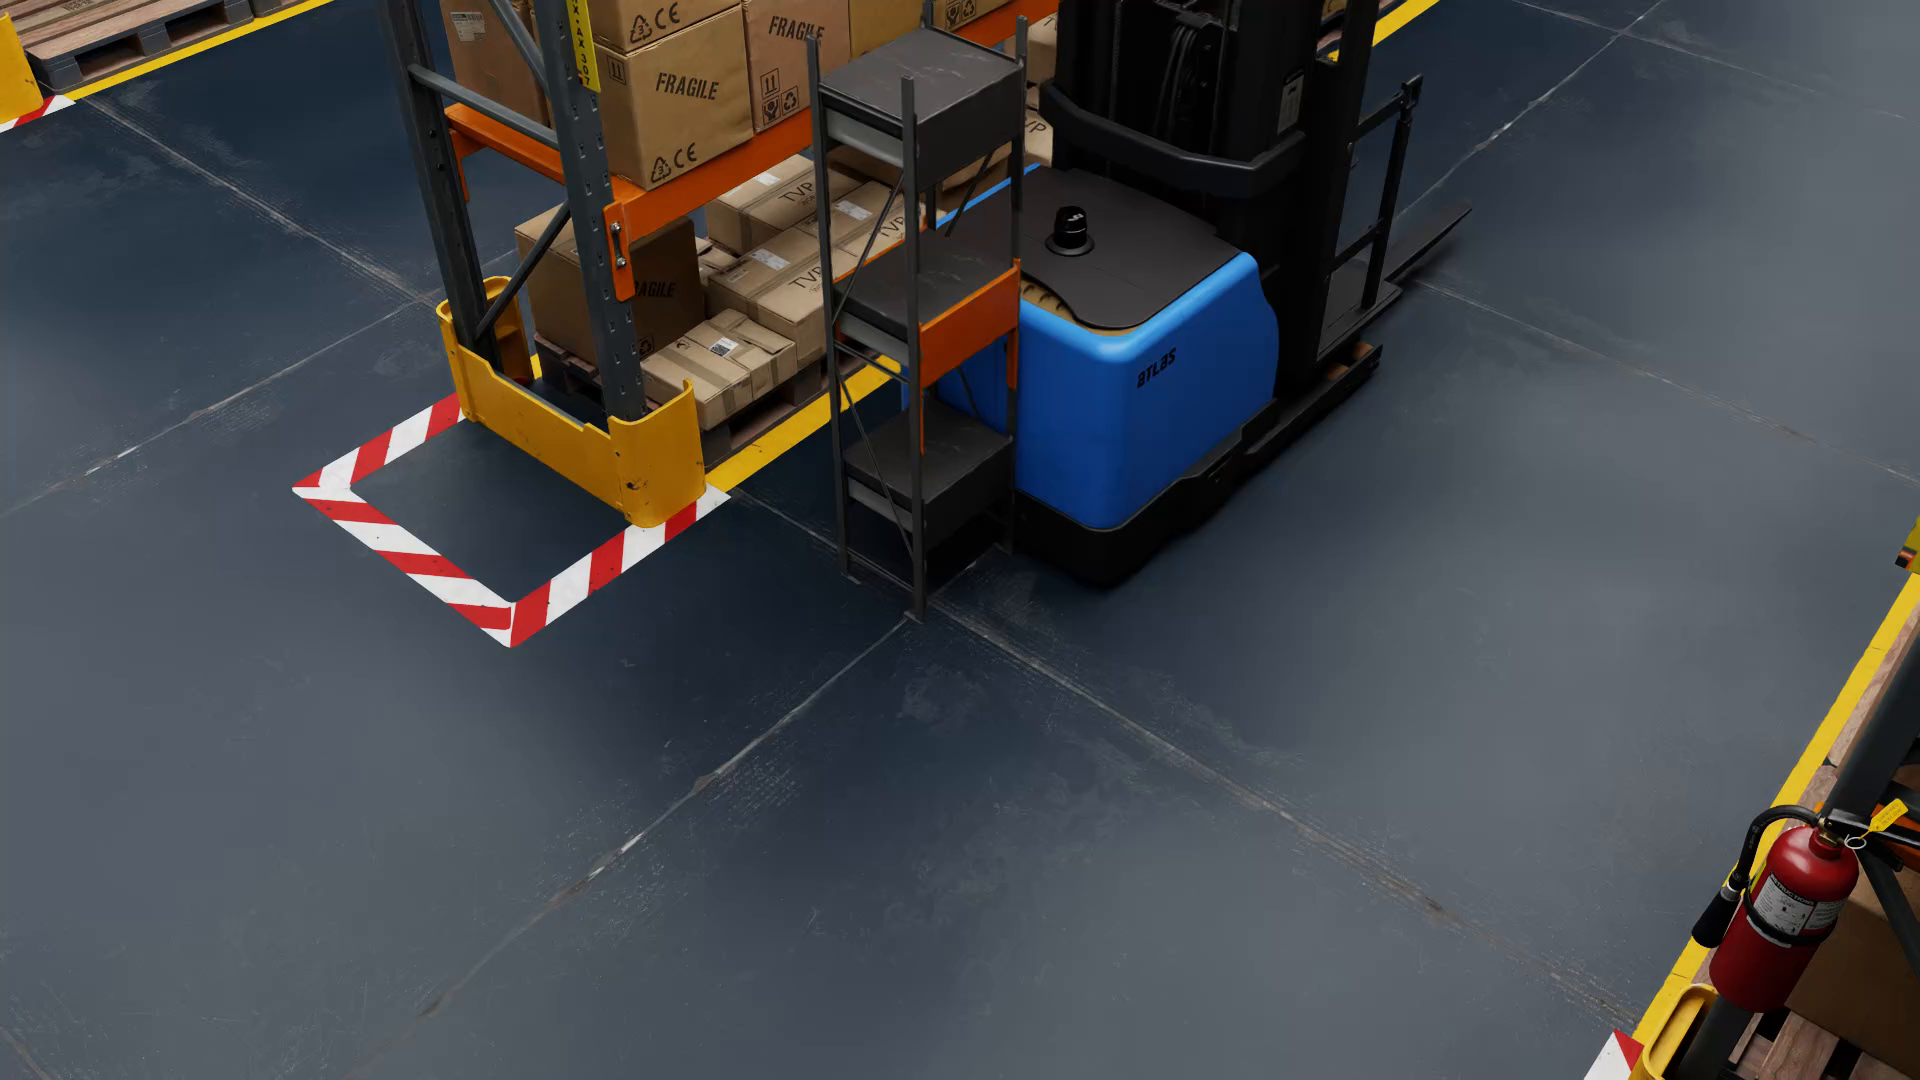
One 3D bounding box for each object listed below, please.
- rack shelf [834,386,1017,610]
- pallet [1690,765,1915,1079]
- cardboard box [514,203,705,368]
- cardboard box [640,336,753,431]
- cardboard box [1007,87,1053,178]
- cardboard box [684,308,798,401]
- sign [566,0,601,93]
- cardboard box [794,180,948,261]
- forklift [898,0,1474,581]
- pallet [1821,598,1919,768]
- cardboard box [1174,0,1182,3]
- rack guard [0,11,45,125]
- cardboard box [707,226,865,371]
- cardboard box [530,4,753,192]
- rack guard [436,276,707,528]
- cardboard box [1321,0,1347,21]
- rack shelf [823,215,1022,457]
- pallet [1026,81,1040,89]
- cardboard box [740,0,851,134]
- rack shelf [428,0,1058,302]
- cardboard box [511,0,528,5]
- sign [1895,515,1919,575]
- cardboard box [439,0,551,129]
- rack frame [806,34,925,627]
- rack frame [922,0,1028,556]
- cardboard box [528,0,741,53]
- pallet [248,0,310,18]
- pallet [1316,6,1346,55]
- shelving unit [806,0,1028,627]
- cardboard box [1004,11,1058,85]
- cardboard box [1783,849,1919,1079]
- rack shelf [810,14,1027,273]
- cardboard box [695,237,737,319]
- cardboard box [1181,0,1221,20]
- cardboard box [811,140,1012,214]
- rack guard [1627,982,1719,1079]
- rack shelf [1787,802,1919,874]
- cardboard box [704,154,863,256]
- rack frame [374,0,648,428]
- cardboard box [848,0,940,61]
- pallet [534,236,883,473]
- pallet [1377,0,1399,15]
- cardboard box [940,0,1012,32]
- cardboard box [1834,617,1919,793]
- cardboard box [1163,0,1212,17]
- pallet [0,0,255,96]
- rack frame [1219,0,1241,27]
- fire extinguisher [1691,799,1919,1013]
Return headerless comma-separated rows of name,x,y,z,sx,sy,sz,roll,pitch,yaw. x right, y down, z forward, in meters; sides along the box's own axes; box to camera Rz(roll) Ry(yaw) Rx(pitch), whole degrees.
rack shelf,-0.119,-0.156,5.922,0.431,0.518,0.480,30,50,29
pallet,2.684,1.291,4.673,1.003,0.211,1.213,29,50,28
cardboard box,-1.404,-1.062,6.720,0.500,0.500,0.500,29,50,28
cardboard box,-1.032,-0.613,6.486,0.380,0.149,0.250,29,50,28
cardboard box,0.377,-1.863,7.741,0.500,0.311,0.500,29,50,28
cardboard box,-0.872,-0.748,6.622,0.380,0.166,0.250,29,50,28
sign,-1.150,-1.523,5.052,0.100,0.325,0.005,29,50,28
cardboard box,-0.354,-1.255,7.118,0.500,0.250,0.500,29,50,28
forklift,1.112,-1.852,6.109,1.130,2.935,3.031,30,50,29
pallet,3.469,0.666,5.361,1.003,0.211,1.213,29,50,28
cardboard box,1.108,-3.114,8.976,0.500,0.500,0.500,29,50,28
rack guard,-5.359,-2.642,8.784,1.175,0.500,0.348,29,50,28
cardboard box,-0.676,-0.998,6.835,0.500,0.250,0.500,29,50,28
cardboard box,-1.078,-1.589,5.694,0.500,0.500,0.500,31,50,29
rack guard,-1.516,-0.552,6.486,1.175,0.500,0.348,29,50,28
cardboard box,1.842,-3.159,9.025,0.500,0.500,0.500,30,50,29
rack shelf,-0.119,-0.674,5.451,0.431,0.518,0.480,30,50,29
pallet,0.567,-2.113,8.417,1.003,0.211,1.213,29,50,28
cardboard box,-0.750,-1.857,5.989,0.500,0.500,0.500,29,50,28
rack shelf,-0.278,-2.202,6.976,1.077,0.370,4.000,29,50,28
cardboard box,-1.489,-2.193,5.615,0.500,0.500,0.500,29,50,28
sign,1.823,-0.053,3.042,0.100,0.325,0.005,29,50,28
cardboard box,-1.485,-1.823,5.951,0.500,0.500,0.500,31,51,30
rack frame,-0.280,-0.560,5.306,0.400,2.100,0.015,30,50,29
rack frame,0.041,-0.808,5.577,0.400,2.100,0.015,30,50,29
cardboard box,-1.078,-1.959,5.357,0.500,0.500,0.500,31,51,30
pallet,-4.008,-3.586,10.037,1.003,0.211,1.213,29,50,28
pallet,1.504,-2.901,9.284,1.003,0.211,1.213,29,50,28
shelving unit,-0.119,-0.684,5.441,0.431,2.100,0.503,30,50,29
cardboard box,0.574,-2.543,8.489,0.500,0.311,0.500,29,50,28
cardboard box,2.603,1.071,4.389,0.700,0.500,0.500,29,50,28
rack shelf,-0.119,-1.192,4.980,0.431,0.518,0.480,30,50,29
cardboard box,-1.074,-1.109,7.019,0.380,0.166,0.250,29,50,28
cardboard box,1.507,-2.879,8.718,0.500,0.500,0.500,27,49,27
cardboard box,-0.196,-1.767,7.492,0.797,0.503,0.637,29,50,28
rack guard,2.213,1.642,4.072,1.175,0.500,0.348,29,50,28
rack shelf,3.516,-0.059,4.620,1.077,0.370,4.000,29,50,28
cardboard box,-0.769,-1.446,7.328,0.500,0.250,0.500,29,50,28
rack frame,-1.565,-1.438,5.602,1.000,3.000,0.127,29,50,28
cardboard box,-0.424,-2.114,6.271,0.500,0.500,0.500,29,50,28
pallet,-1.004,-0.856,7.035,1.003,0.211,1.213,29,50,28
pallet,2.289,-3.532,9.978,1.003,0.211,1.213,29,50,28
cardboard box,-0.101,-2.371,6.554,0.500,0.500,0.500,30,50,29
cardboard box,2.549,0.327,3.438,0.980,0.700,0.700,32,51,30
cardboard box,0.860,-2.319,8.102,0.500,0.500,0.500,29,50,28
pallet,-4.793,-2.961,9.349,1.003,0.211,1.213,29,50,28
rack frame,1.009,-3.498,7.867,1.000,3.000,0.127,29,50,28
fire extinguisher,1.779,0.749,3.531,0.296,0.674,0.183,29,50,28
